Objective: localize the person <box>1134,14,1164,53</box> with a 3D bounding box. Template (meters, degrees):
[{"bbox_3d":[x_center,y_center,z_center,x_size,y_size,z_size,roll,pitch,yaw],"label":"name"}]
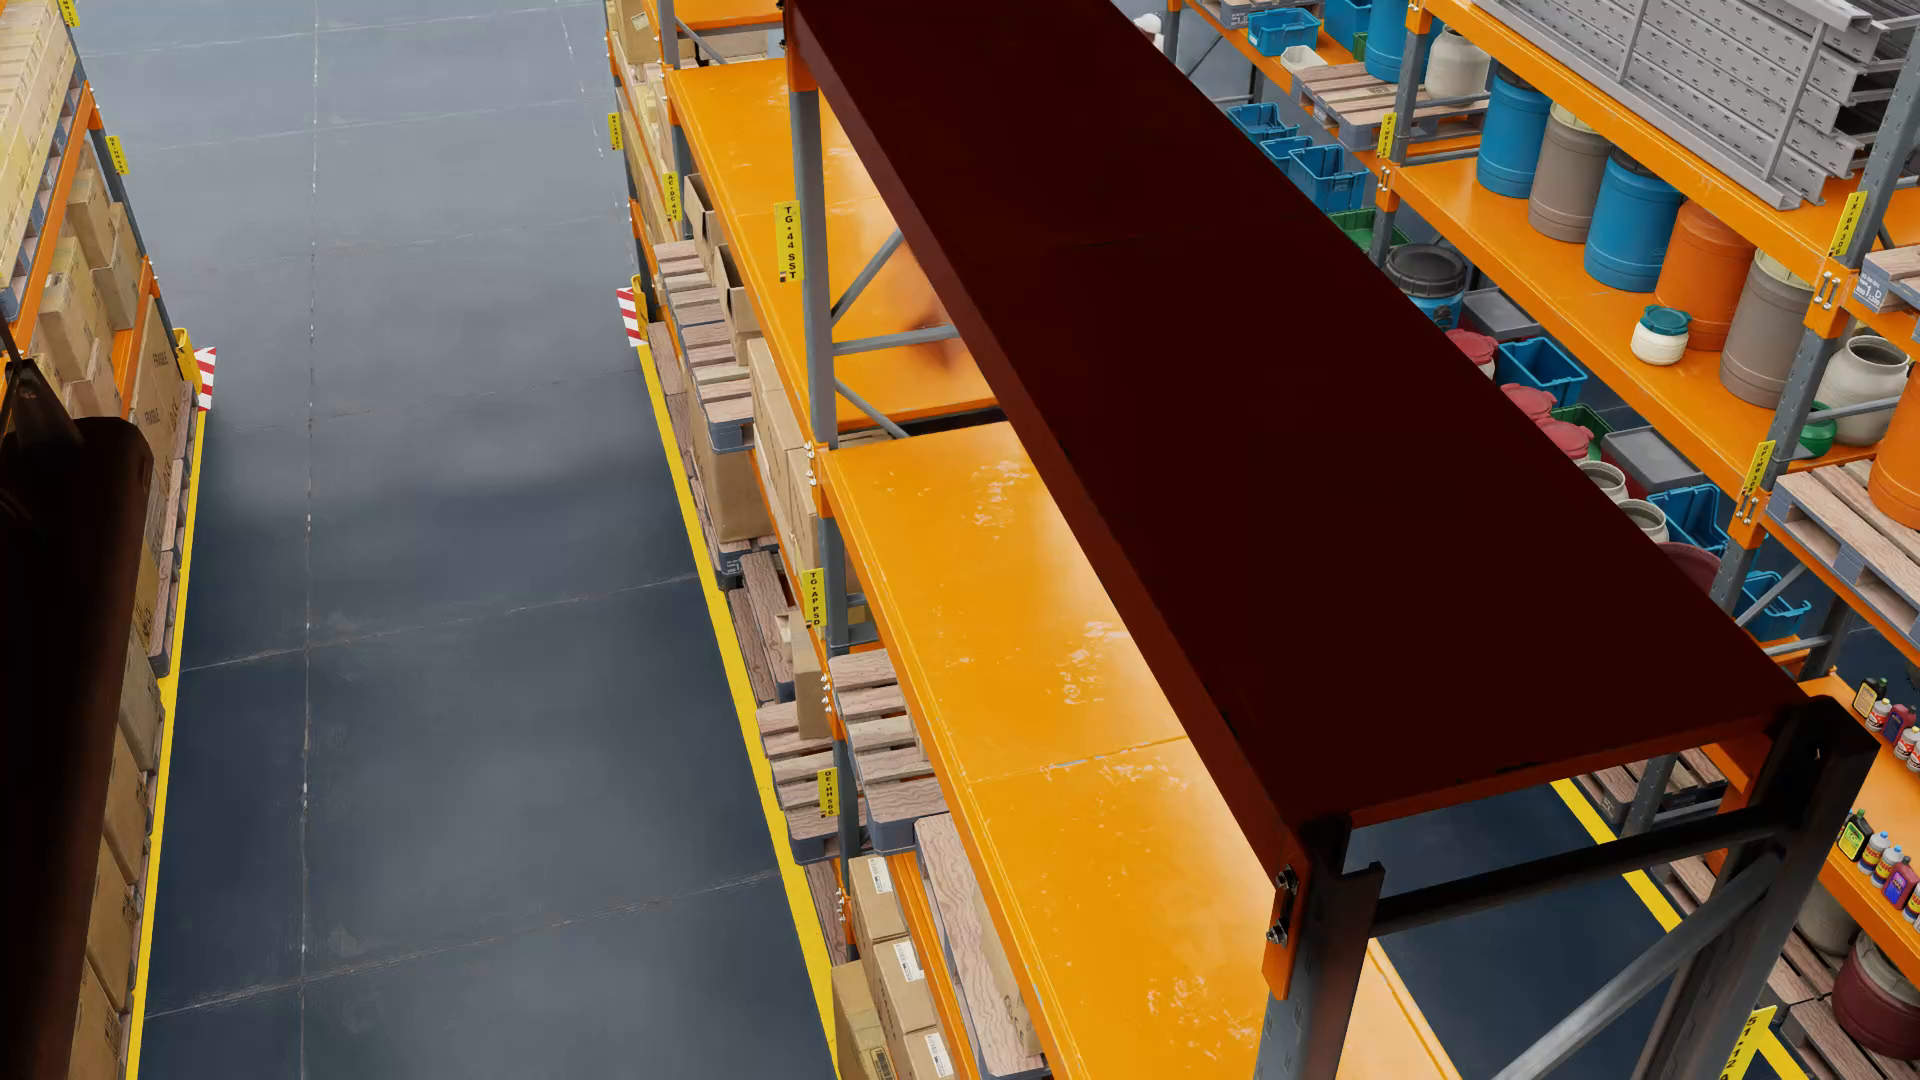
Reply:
[{"bbox_3d":[1.968,-4.586,17.210,0.876,1.765,0.721,12,40,15],"label":"person"}]

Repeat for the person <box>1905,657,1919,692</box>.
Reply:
[{"bbox_3d":[6.466,0.636,10.610,0.687,1.738,0.769,-10,40,-13],"label":"person"}]
